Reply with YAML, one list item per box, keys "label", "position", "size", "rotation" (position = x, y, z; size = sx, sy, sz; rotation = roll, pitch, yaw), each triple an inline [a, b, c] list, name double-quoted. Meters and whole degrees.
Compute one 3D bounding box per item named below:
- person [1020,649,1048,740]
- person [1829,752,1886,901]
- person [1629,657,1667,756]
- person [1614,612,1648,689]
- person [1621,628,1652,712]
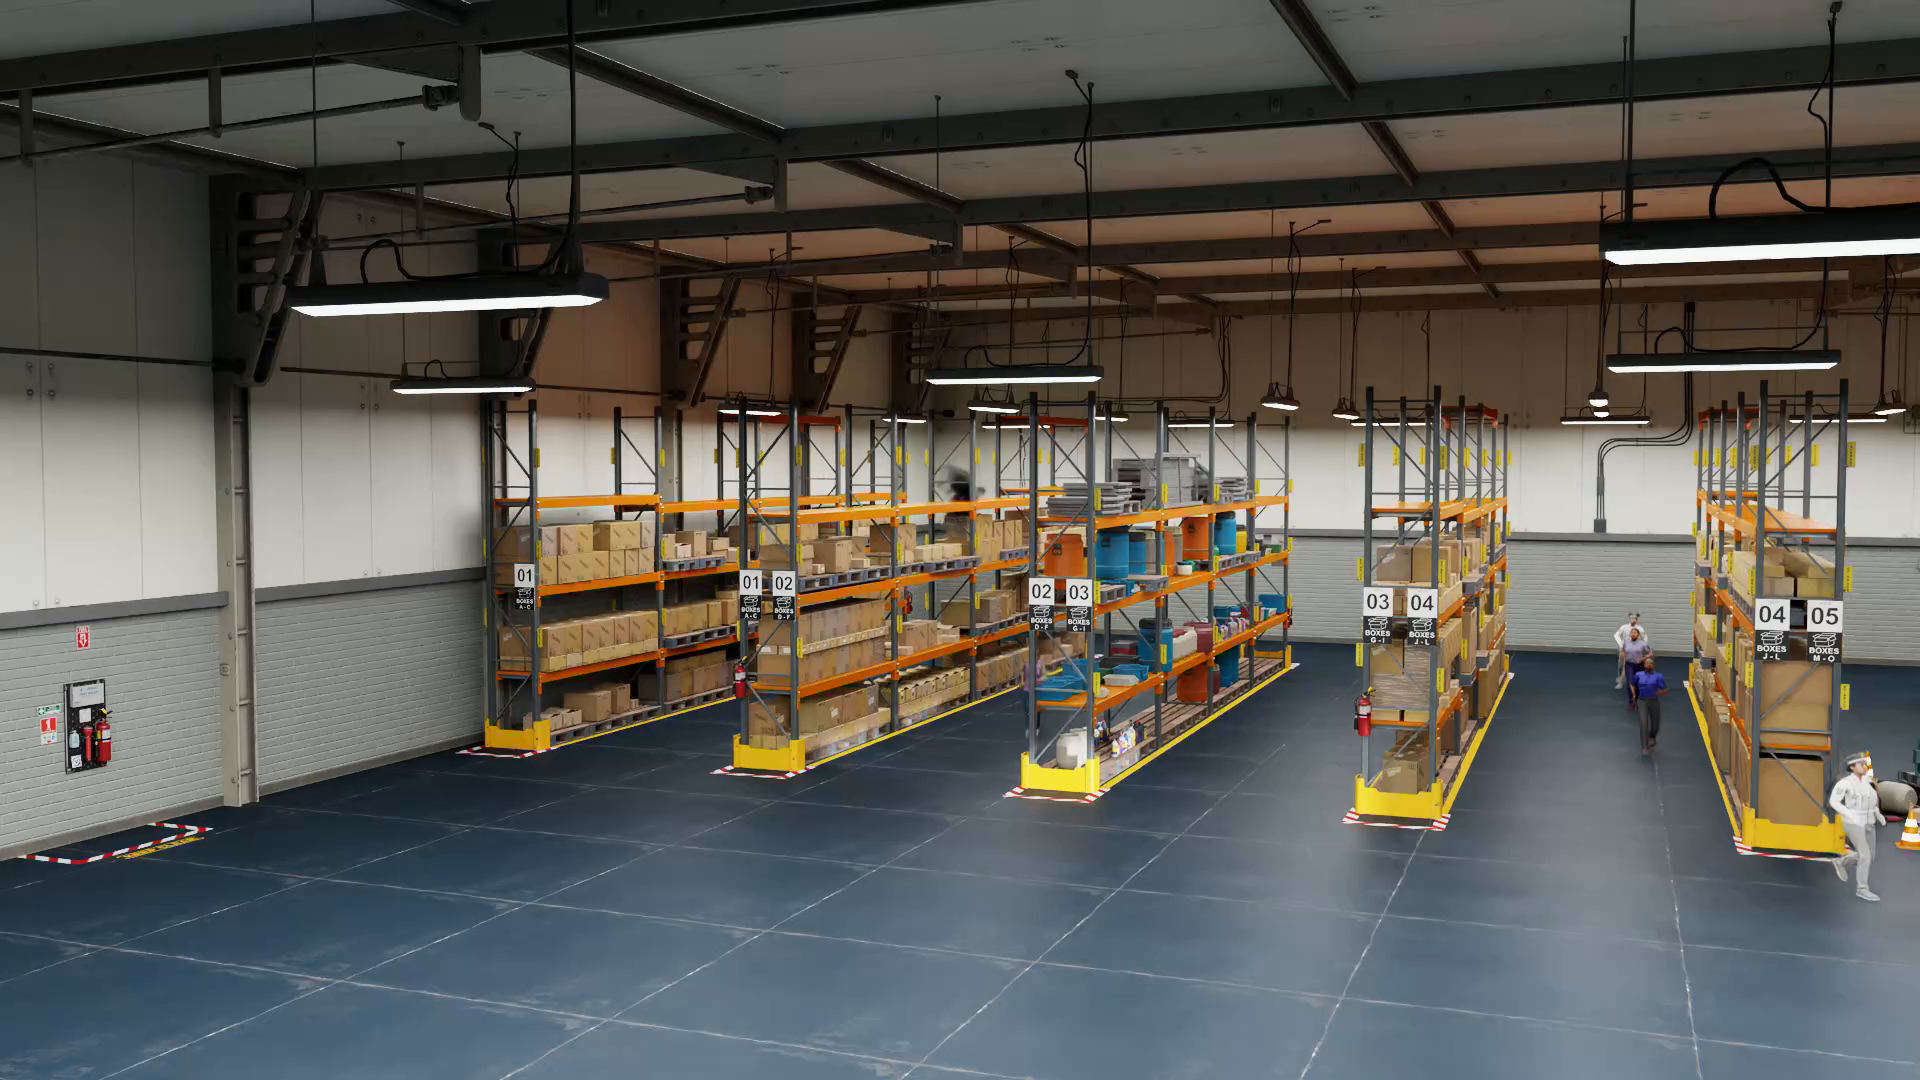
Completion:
- label: "person"
  position: [1.309, 2.736, 29.664]
  size: [0.515, 1.622, 0.663]
  rotation: [0, 3, 9]
- label: "person"
  position: [10.207, 3.230, 18.992]
  size: [0.634, 1.665, 0.683]
  rotation: [-1, 3, -19]
- label: "person"
  position: [11.631, 2.800, 28.110]
  size: [0.587, 1.610, 0.852]
  rotation: [1, 3, 20]
- label: "person"
  position: [14.547, 2.389, 36.094]
  size: [0.675, 1.650, 0.879]
  rotation: [2, 3, 30]
- label: "person"
  position: [13.451, 2.574, 33.090]
  size: [0.601, 1.638, 0.776]
  rotation: [2, 3, 29]
